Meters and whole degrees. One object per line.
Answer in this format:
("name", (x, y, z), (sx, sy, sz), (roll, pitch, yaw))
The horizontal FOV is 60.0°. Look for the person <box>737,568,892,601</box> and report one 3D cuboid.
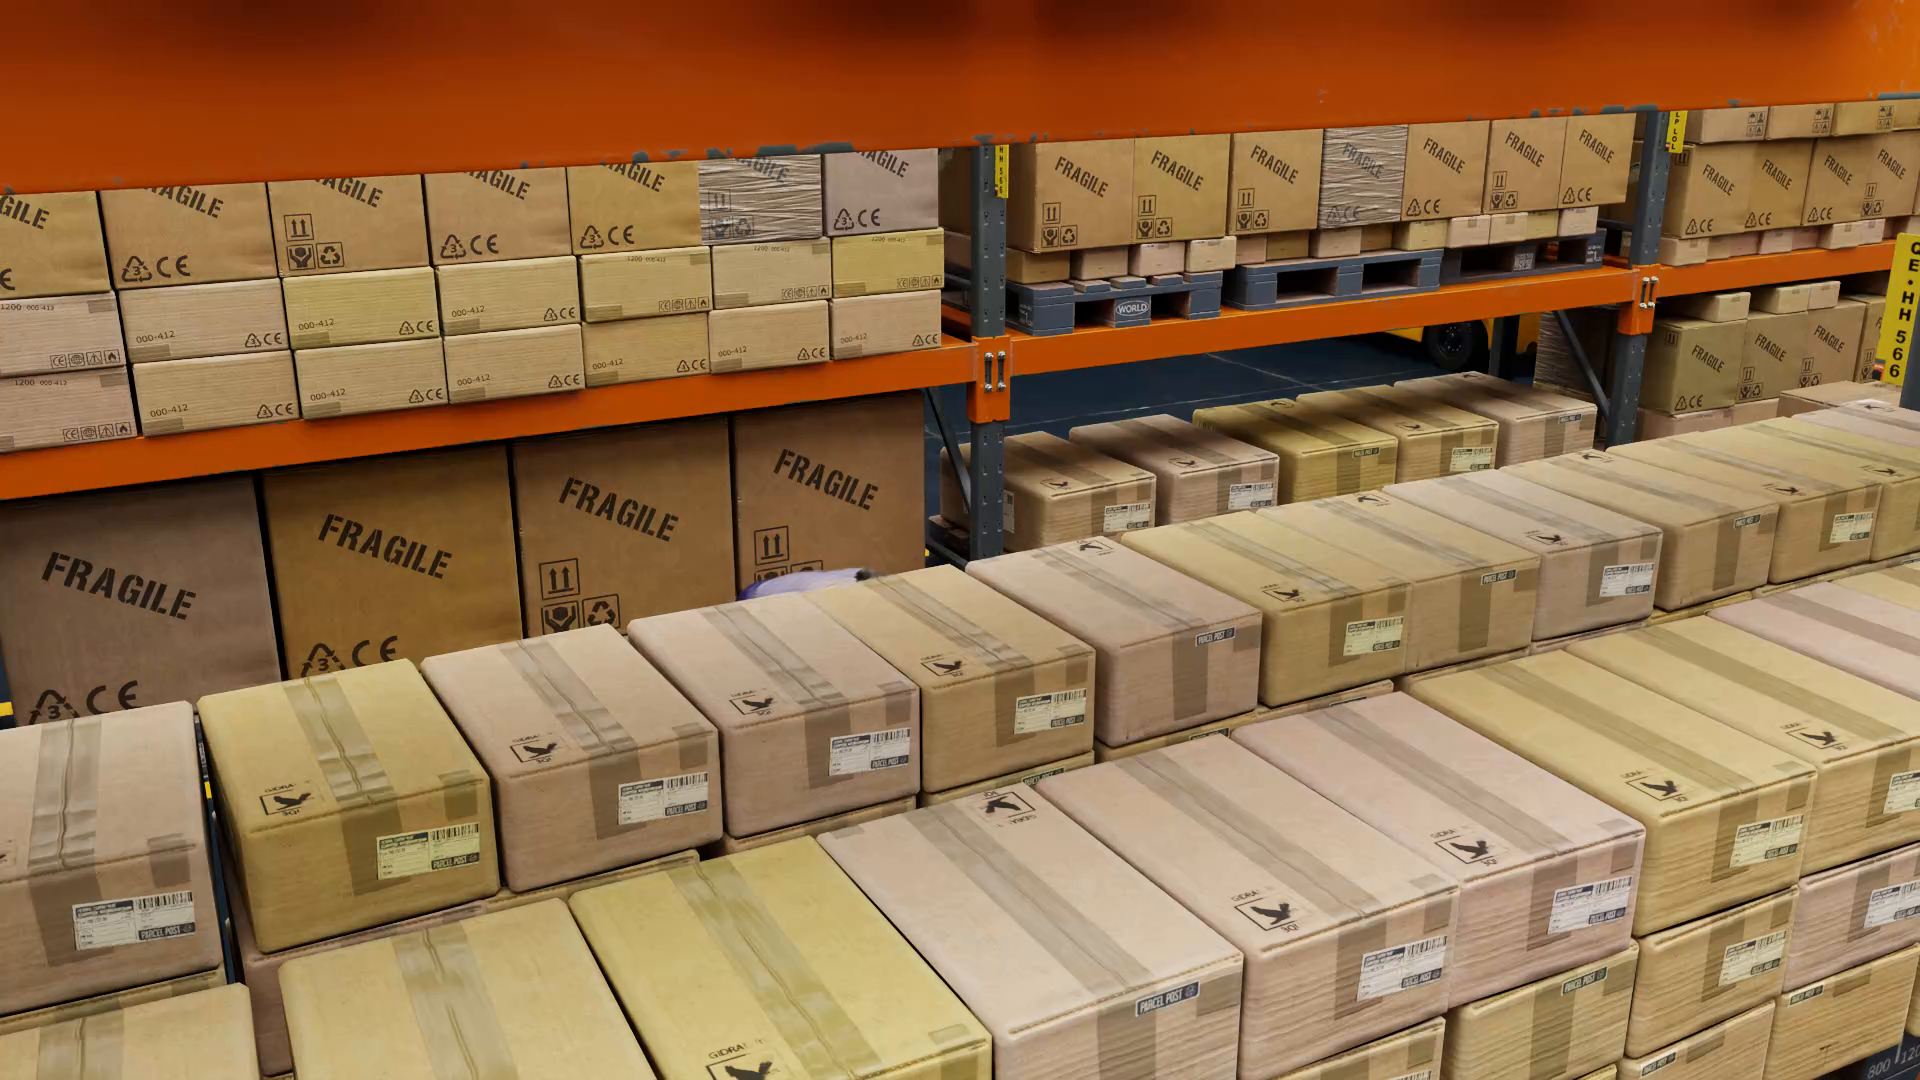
("person", (-0.408, 0.566, 5.159), (0.476, 1.170, 0.867), (-11, 21, -29))
